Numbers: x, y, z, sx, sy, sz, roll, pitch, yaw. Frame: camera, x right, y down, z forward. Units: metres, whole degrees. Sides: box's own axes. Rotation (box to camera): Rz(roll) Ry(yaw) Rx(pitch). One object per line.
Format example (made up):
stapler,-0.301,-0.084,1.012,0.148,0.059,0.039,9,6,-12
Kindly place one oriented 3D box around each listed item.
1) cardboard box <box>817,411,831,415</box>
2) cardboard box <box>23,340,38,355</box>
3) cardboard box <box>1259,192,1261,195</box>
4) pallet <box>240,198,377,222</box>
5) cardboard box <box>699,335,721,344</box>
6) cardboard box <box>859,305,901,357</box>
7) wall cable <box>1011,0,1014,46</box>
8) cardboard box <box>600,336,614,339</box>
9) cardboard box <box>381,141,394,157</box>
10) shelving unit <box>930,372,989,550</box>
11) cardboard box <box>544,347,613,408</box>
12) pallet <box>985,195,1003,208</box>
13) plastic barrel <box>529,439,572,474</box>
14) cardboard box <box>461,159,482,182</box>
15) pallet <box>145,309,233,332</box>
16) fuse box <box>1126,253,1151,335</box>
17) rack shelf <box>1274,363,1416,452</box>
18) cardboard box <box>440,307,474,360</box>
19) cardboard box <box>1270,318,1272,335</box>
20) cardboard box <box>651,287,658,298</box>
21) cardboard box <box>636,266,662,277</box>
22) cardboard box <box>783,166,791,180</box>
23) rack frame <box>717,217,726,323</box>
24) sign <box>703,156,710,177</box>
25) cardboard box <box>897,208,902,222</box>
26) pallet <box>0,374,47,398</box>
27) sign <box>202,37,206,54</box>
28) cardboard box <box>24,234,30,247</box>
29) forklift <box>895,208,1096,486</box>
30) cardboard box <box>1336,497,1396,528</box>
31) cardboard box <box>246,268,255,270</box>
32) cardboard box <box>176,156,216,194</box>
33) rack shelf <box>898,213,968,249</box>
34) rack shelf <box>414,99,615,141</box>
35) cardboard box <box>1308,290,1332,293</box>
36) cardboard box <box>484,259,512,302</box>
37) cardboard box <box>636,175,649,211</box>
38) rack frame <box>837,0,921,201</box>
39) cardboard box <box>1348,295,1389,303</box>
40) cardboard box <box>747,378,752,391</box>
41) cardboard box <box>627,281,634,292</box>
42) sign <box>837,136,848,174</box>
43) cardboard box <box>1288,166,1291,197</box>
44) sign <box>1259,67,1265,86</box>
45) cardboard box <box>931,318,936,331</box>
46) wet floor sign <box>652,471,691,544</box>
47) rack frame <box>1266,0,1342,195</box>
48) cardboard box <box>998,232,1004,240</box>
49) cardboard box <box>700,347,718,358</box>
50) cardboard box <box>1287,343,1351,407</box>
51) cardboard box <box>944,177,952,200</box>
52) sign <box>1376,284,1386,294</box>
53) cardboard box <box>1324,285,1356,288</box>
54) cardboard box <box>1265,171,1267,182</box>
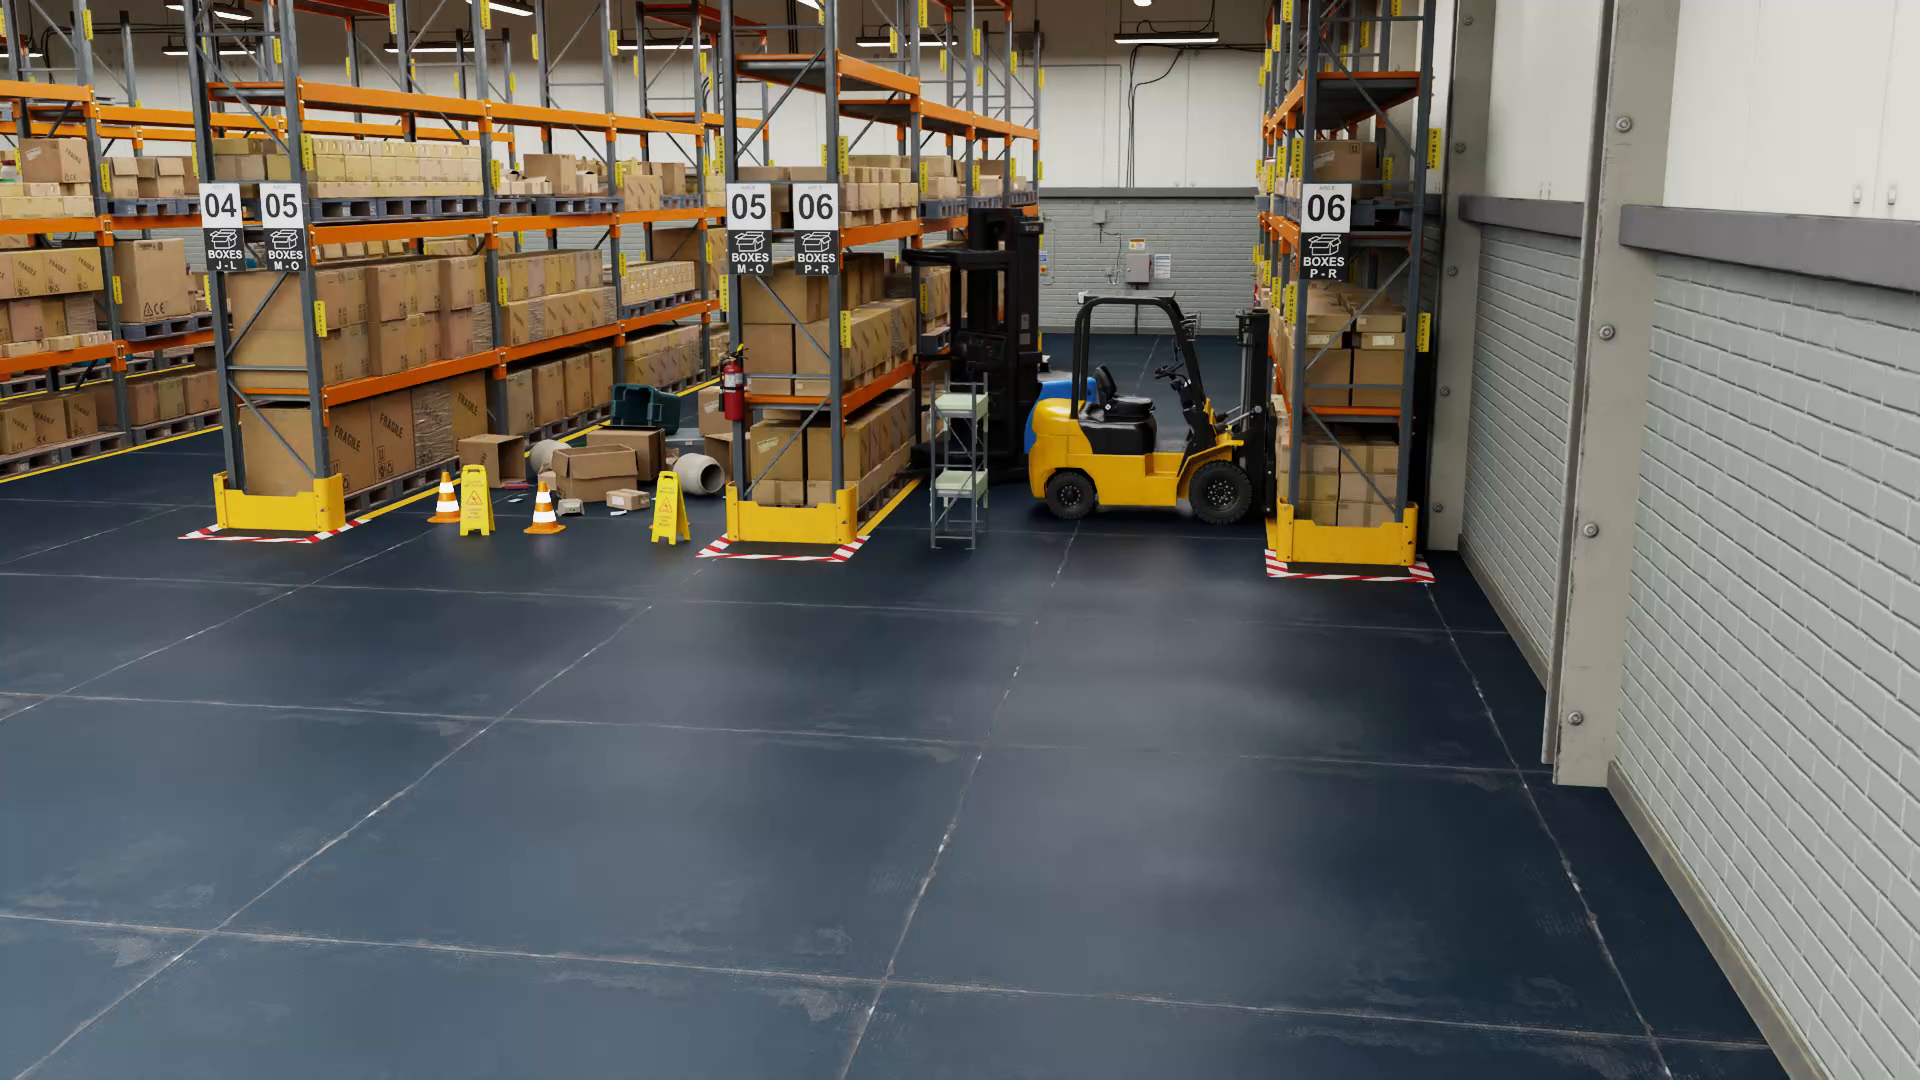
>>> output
cardboard box,-1.529,-1.080,16.892,0.500,0.500,0.500,2,12,7
cardboard box,-10.716,-2.182,18.849,0.380,0.149,0.250,2,12,9
cardboard box,5.472,-6.089,28.914,0.500,0.250,0.500,2,12,8
pallet,-6.358,-3.181,15.979,1.003,0.211,1.213,2,12,9
cardboard box,-4.268,-3.378,28.163,0.380,0.149,0.250,2,12,8
cardboard box,-0.911,-2.174,17.276,0.500,0.500,0.500,2,12,10
wall cable,-0.028,-11.902,34.879,2.355,3.000,0.029,2,12,9
cardboard box,-5.319,-2.874,24.625,0.500,0.250,0.500,2,12,9
cardboard box,-5.900,-3.914,16.642,0.380,0.149,0.250,2,12,8
shelving unit,-0.001,-0.732,15.086,0.431,1.500,0.755,2,12,9
cardboard box,-5.414,-2.250,22.913,1.050,0.750,0.750,2,12,8
pallet,0.198,-5.142,25.323,0.805,0.209,1.217,1,12,6
plastic barrel,-4.506,-0.890,18.376,0.421,0.421,0.512,-10,16,-40
cardboard box,-5.669,-4.117,18.531,0.500,0.250,0.500,2,12,8
pallet,-10.381,-2.943,22.240,1.003,0.211,1.213,2,12,9
fuse box,3.803,-5.240,35.505,0.539,1.711,0.414,2,12,9
rack shelf,3.657,-1.368,16.186,1.077,0.370,4.000,2,12,9
cardboard box,-5.954,-2.316,18.523,0.875,0.550,0.550,2,12,9
cardboard box,4.188,-2.707,21.045,0.500,0.250,0.500,2,12,7
cardboard box,-4.762,-3.713,24.960,0.380,0.149,0.250,2,12,9
cardboard box,-4.727,-4.057,25.142,0.380,0.149,0.250,2,12,8
cardboard box,-1.718,-3.329,15.162,0.380,0.149,0.250,2,12,10
rack frame,-4.002,-4.934,31.023,1.000,3.000,0.127,2,12,9
sign,-4.068,-5.995,26.667,0.100,0.325,0.005,2,12,9
cardboard box,-0.829,-3.460,17.663,0.380,0.149,0.250,2,12,9
pallet,-14.931,-2.413,25.945,1.003,0.211,1.213,2,12,9
sign,-10.666,-6.934,23.471,0.100,0.325,0.005,2,12,9
cardboard box,-18.472,-5.873,32.772,0.500,0.500,0.500,2,12,8
forklift,0.039,-2.100,18.036,3.031,2.935,1.130,-9,15,-35
cardboard box,3.618,-0.261,14.869,0.500,0.250,0.500,2,12,9
cardboard box,-10.161,-3.590,23.556,0.500,0.500,0.500,0,12,2
cardboard box,-10.103,-4.892,22.288,0.500,0.500,0.500,2,12,10
rack shelf,-0.633,-3.827,20.476,1.077,0.370,4.000,2,12,9
rack shelf,-5.539,-5.237,20.849,1.077,0.370,4.000,2,12,9
cardboard box,3.689,-2.533,17.400,0.380,0.149,0.250,2,12,10
cardboard box,-5.777,-3.077,19.796,0.700,0.500,0.500,2,12,8
cardboard box,-4.811,-4.998,23.964,0.500,0.500,0.500,2,12,9
rack frame,-0.940,-5.229,18.153,1.000,3.000,0.127,2,12,9
cardboard box,4.071,-2.357,16.586,0.380,0.149,0.250,2,12,8
cardboard box,-1.780,-1.482,15.602,0.380,0.149,0.250,2,12,8
cardboard box,-4.920,-3.647,23.945,0.380,0.149,0.250,2,12,11
sign,-1.019,-3.340,14.432,0.100,0.325,0.005,2,12,9
cardboard box,3.596,-3.648,16.914,0.500,0.311,0.500,2,12,10
sign,5.274,-8.080,28.976,0.100,0.325,0.005,2,12,9
cardboard box,-0.496,-2.535,19.493,0.380,0.149,0.250,2,12,10
wet floor sign,-2.642,-0.308,15.146,0.267,0.644,0.232,7,14,28
rack frame,5.195,-6.734,25.138,1.000,3.000,0.127,2,12,9
cardboard box,0.595,-4.874,26.594,0.380,0.149,0.250,2,12,8
cardboard box,-4.245,-3.123,27.686,0.380,0.149,0.250,2,12,11
cardboard box,3.166,-1.463,14.683,0.500,0.500,0.500,2,12,7
cardboard box,-0.377,-4.109,19.435,0.500,0.250,0.500,2,12,8
sign,4.513,-2.580,17.861,0.100,0.325,0.005,2,12,9
cardboard box,4.731,-3.097,20.724,0.380,0.149,0.250,2,12,8
cardboard box,4.537,-5.174,23.675,0.380,0.149,0.250,2,12,9
